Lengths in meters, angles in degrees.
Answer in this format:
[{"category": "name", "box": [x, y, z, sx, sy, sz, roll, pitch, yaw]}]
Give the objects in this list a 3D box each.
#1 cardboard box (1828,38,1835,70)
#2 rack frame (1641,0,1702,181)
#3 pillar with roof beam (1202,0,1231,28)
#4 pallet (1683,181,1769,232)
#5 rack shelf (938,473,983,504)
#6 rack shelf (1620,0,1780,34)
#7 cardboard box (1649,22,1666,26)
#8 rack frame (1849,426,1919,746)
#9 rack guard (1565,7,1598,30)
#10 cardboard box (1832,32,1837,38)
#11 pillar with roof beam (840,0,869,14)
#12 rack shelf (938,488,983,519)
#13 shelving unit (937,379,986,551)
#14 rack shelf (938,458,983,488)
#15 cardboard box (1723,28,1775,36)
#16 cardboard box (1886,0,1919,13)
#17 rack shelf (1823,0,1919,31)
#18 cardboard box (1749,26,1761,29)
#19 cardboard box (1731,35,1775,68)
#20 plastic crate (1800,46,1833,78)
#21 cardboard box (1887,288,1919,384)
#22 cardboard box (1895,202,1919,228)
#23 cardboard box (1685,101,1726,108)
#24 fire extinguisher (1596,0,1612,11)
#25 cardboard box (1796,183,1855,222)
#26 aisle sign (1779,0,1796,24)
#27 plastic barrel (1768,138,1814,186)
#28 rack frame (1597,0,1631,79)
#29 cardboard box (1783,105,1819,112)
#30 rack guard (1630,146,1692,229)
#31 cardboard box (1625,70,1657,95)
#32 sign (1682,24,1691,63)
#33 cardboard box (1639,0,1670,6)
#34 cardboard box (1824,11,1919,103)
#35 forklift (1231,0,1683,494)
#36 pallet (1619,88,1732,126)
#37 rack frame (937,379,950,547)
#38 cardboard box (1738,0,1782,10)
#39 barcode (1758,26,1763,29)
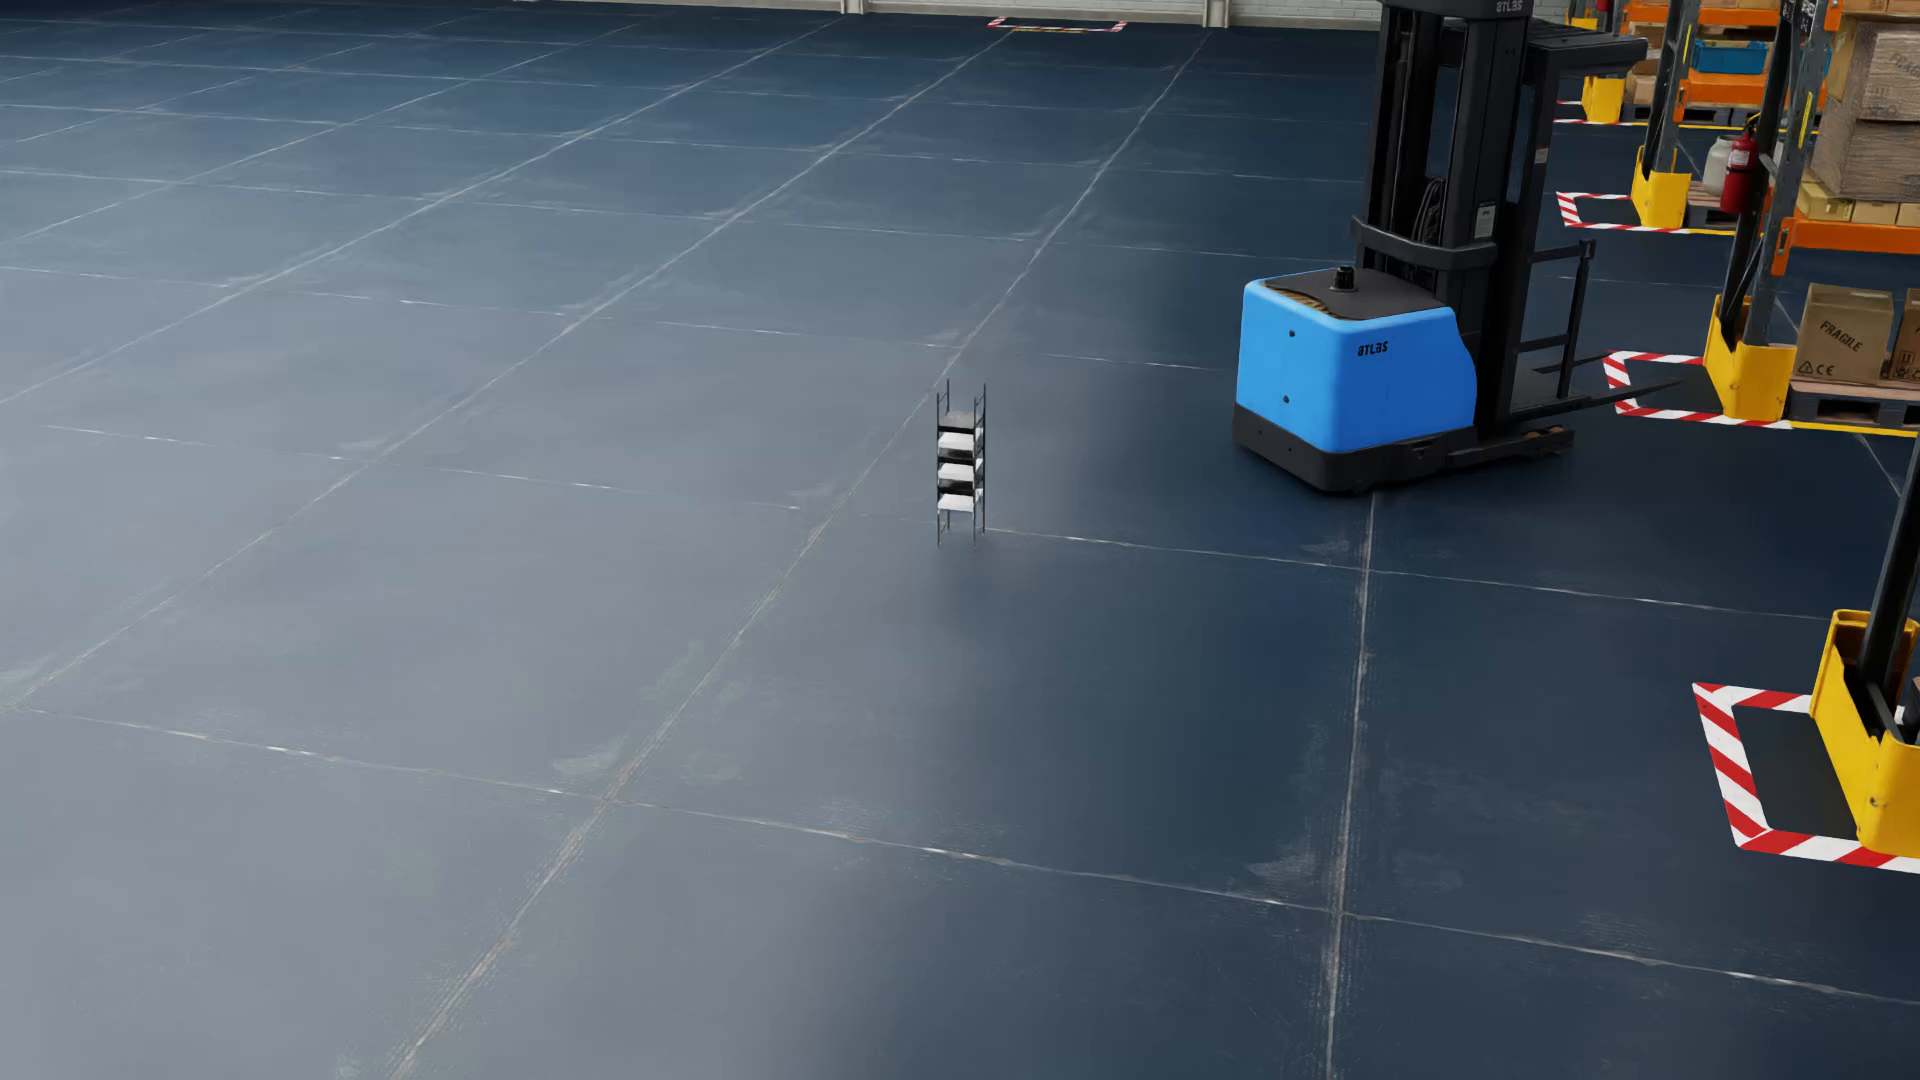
[{"category": "cardboard box", "box": [10.151, -5.440, 19.024, 0.500, 0.500, 0.500, 6, 26, 13]}, {"category": "rack frame", "box": [6.509, -4.450, 15.108, 0.127, 3.000, 1.000, 6, 26, 13]}, {"category": "pillar with roof beam", "box": [2.987, -10.419, 20.665, 0.400, 9.000, 9.100, 6, 26, 13]}, {"category": "pallet", "box": [7.380, -3.114, 15.544, 1.213, 0.211, 1.003, 6, 26, 13]}, {"category": "rack shelf", "box": [0.008, -0.294, 9.108, 0.200, 0.077, 0.258, 6, 26, 13]}, {"category": "rack shelf", "box": [9.684, -5.973, 19.144, 4.000, 0.370, 1.077, 6, 26, 13]}, {"category": "cardboard box", "box": [10.177, -7.387, 23.892, 0.500, 0.311, 0.500, 9, 27, 17]}, {"category": "rack frame", "box": [3.943, -0.334, 6.463, 0.127, 3.000, 1.000, 6, 26, 13]}, {"category": "rack guard", "box": [9.050, -7.438, 24.292, 0.348, 0.500, 1.175, 6, 26, 13]}, {"category": "cardboard box", "box": [10.281, -5.658, 19.482, 0.500, 0.500, 0.500, 6, 26, 13]}, {"category": "pillar with roof beam", "box": [-2.824, -11.061, 22.015, 0.400, 9.000, 9.100, 6, 26, 13]}, {"category": "rack shelf", "box": [0.008, -0.213, 9.146, 0.200, 0.077, 0.258, 6, 26, 13]}, {"category": "shelving unit", "box": [0.008, -0.405, 9.055, 0.210, 0.900, 0.258, 6, 26, 13]}, {"category": "rack shelf", "box": [0.008, -0.375, 9.069, 0.200, 0.077, 0.258, 6, 26, 13]}, {"category": "cardboard box", "box": [9.312, -5.764, 19.706, 0.500, 0.500, 0.500, 6, 26, 13]}, {"category": "cardboard box", "box": [10.677, -6.228, 18.725, 0.500, 0.500, 0.700, 6, 26, 12]}, {"category": "rack shelf", "box": [7.213, -3.204, 9.837, 4.000, 0.370, 1.077, 6, 26, 13]}, {"category": "cardboard box", "box": [11.307, -7.238, 23.767, 0.250, 0.149, 0.380, 4, 26, 9]}, {"category": "cardboard box", "box": [9.183, -5.548, 19.251, 0.500, 0.500, 0.500, 6, 26, 13]}, {"category": "plastic crate", "box": [7.696, -4.382, 15.138, 0.408, 0.251, 0.499, 6, 26, 13]}, {"category": "cardboard box", "box": [6.464, -1.326, 10.965, 0.500, 0.500, 0.500, 14, 29, 26]}, {"category": "cardboard box", "box": [5.968, -2.077, 10.416, 0.250, 0.149, 0.380, 6, 26, 13]}, {"category": "cardboard box", "box": [8.696, -5.258, 19.515, 0.500, 0.250, 0.500, 6, 26, 13]}, {"category": "fire extinguisher", "box": [7.748, -6.683, 19.888, 0.183, 0.674, 0.296, 6, 26, 13]}, {"category": "cardboard box", "box": [5.492, -2.145, 10.558, 0.250, 0.149, 0.380, 6, 26, 13]}, {"category": "aisle sign", "box": [5.291, -3.694, 10.494, 0.004, 0.787, 0.394, 6, 26, 13]}, {"category": "plastic barrel", "box": [7.651, -3.424, 15.359, 0.421, 0.512, 0.421, 0, 25, 0]}, {"category": "rack frame", "box": [7.747, -6.512, 19.439, 0.127, 3.000, 1.000, 6, 26, 13]}, {"category": "cardboard box", "box": [9.663, -5.149, 19.286, 0.500, 0.250, 0.500, 6, 26, 13]}, {"category": "rack guard", "box": [6.595, -3.333, 15.669, 0.348, 0.500, 1.175, 6, 26, 13]}, {"category": "cardboard box", "box": [8.340, -5.526, 20.077, 0.500, 0.250, 0.500, 6, 26, 13]}, {"category": "sign", "box": [6.368, -4.347, 14.569, 0.005, 0.325, 0.100, 6, 26, 13]}, {"category": "cardboard box", "box": [8.196, -6.502, 19.301, 0.500, 0.500, 0.700, 6, 26, 13]}, {"category": "cardboard box", "box": [5.870, -3.063, 10.569, 0.500, 0.500, 0.500, 6, 26, 13]}, {"category": "forklift", "box": [3.255, -2.014, 10.071, 3.031, 2.935, 1.130, -12, 28, -24]}, {"category": "pallet", "box": [8.498, -5.189, 19.903, 1.213, 0.211, 1.003, 6, 26, 13]}, {"category": "rack frame", "box": [-0.091, -0.416, 9.078, 0.006, 0.900, 0.240, 6, 26, 13]}, {"category": "cardboard box", "box": [9.185, -6.392, 19.070, 0.500, 0.500, 0.700, 6, 26, 13]}, {"category": "barcode", "box": [11.467, -7.332, 23.837, 0.075, 0.075, 0.001, 6, 26, 13]}]
